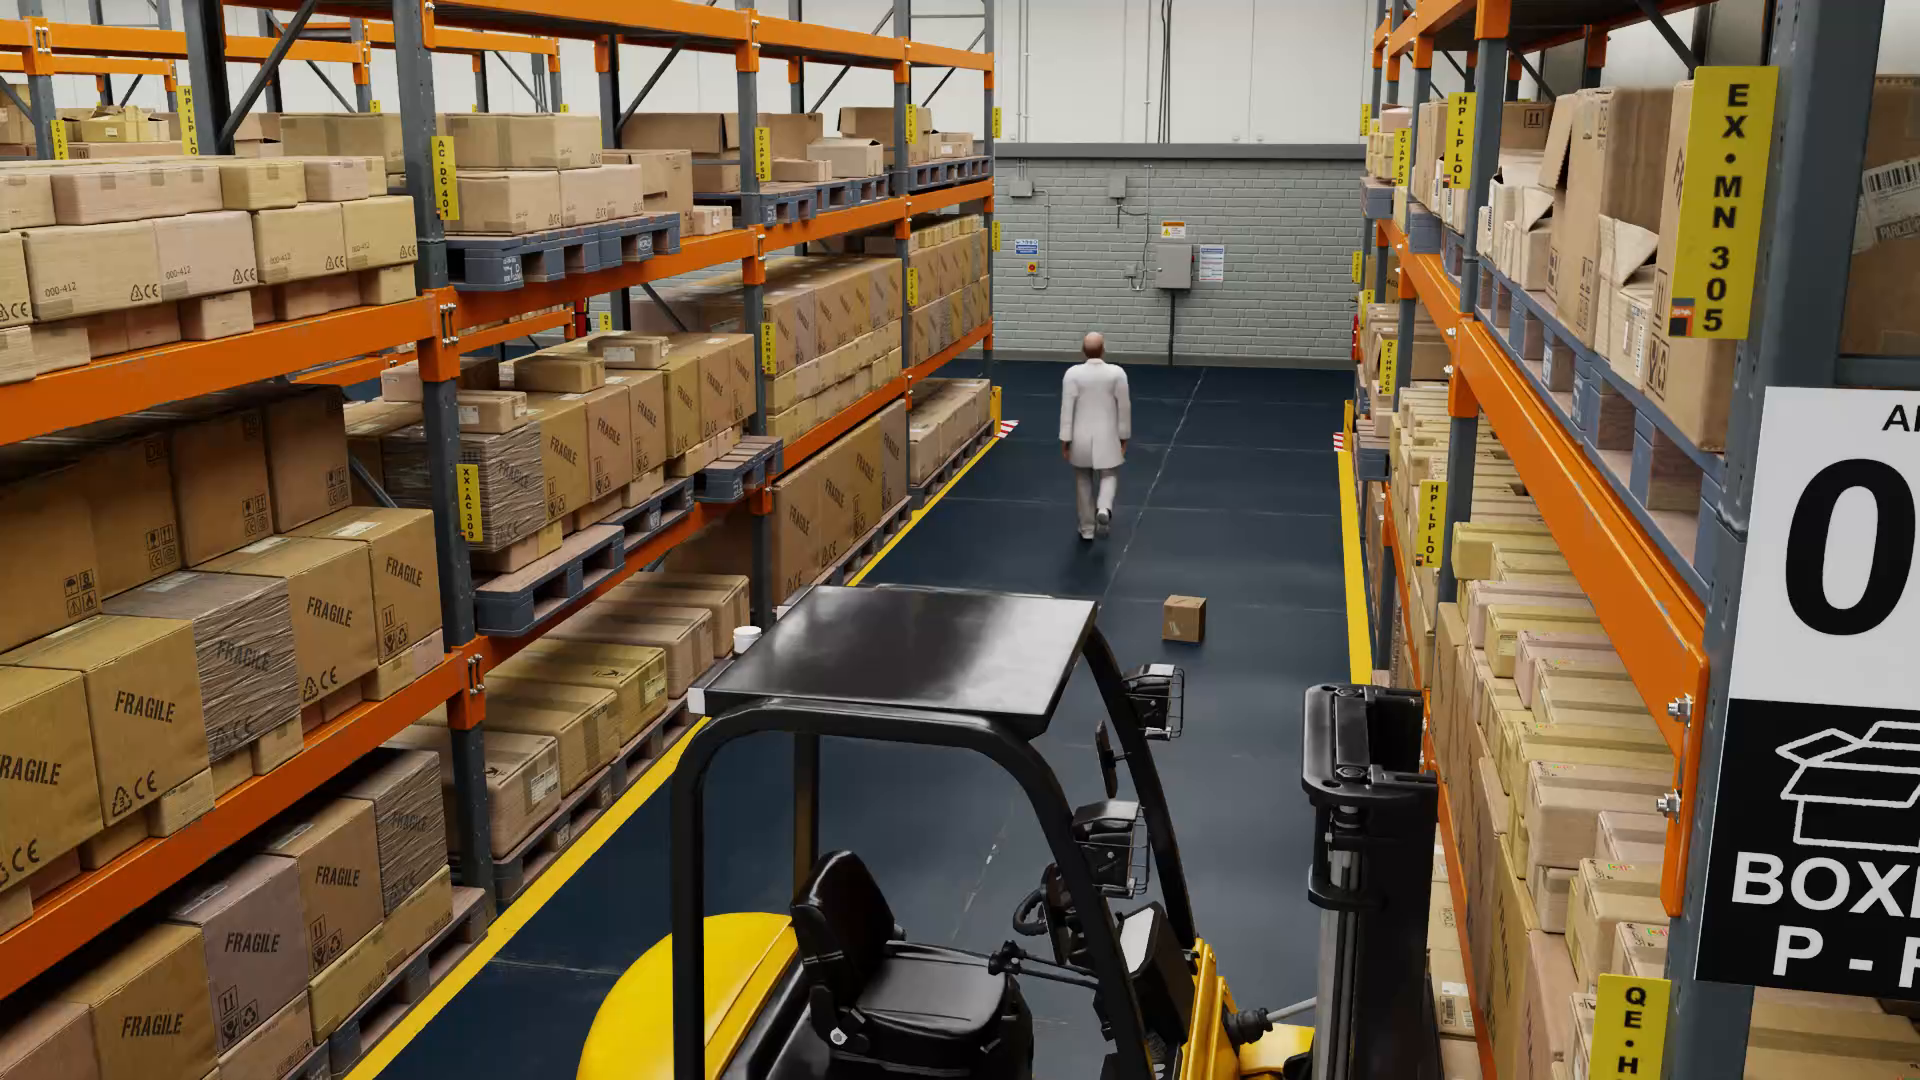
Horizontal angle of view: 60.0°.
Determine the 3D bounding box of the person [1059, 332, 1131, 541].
[{"bbox_3d":[1.119,-0.844,13.752,0.587,1.753,0.809,1,14,5],"label":"person"}]
